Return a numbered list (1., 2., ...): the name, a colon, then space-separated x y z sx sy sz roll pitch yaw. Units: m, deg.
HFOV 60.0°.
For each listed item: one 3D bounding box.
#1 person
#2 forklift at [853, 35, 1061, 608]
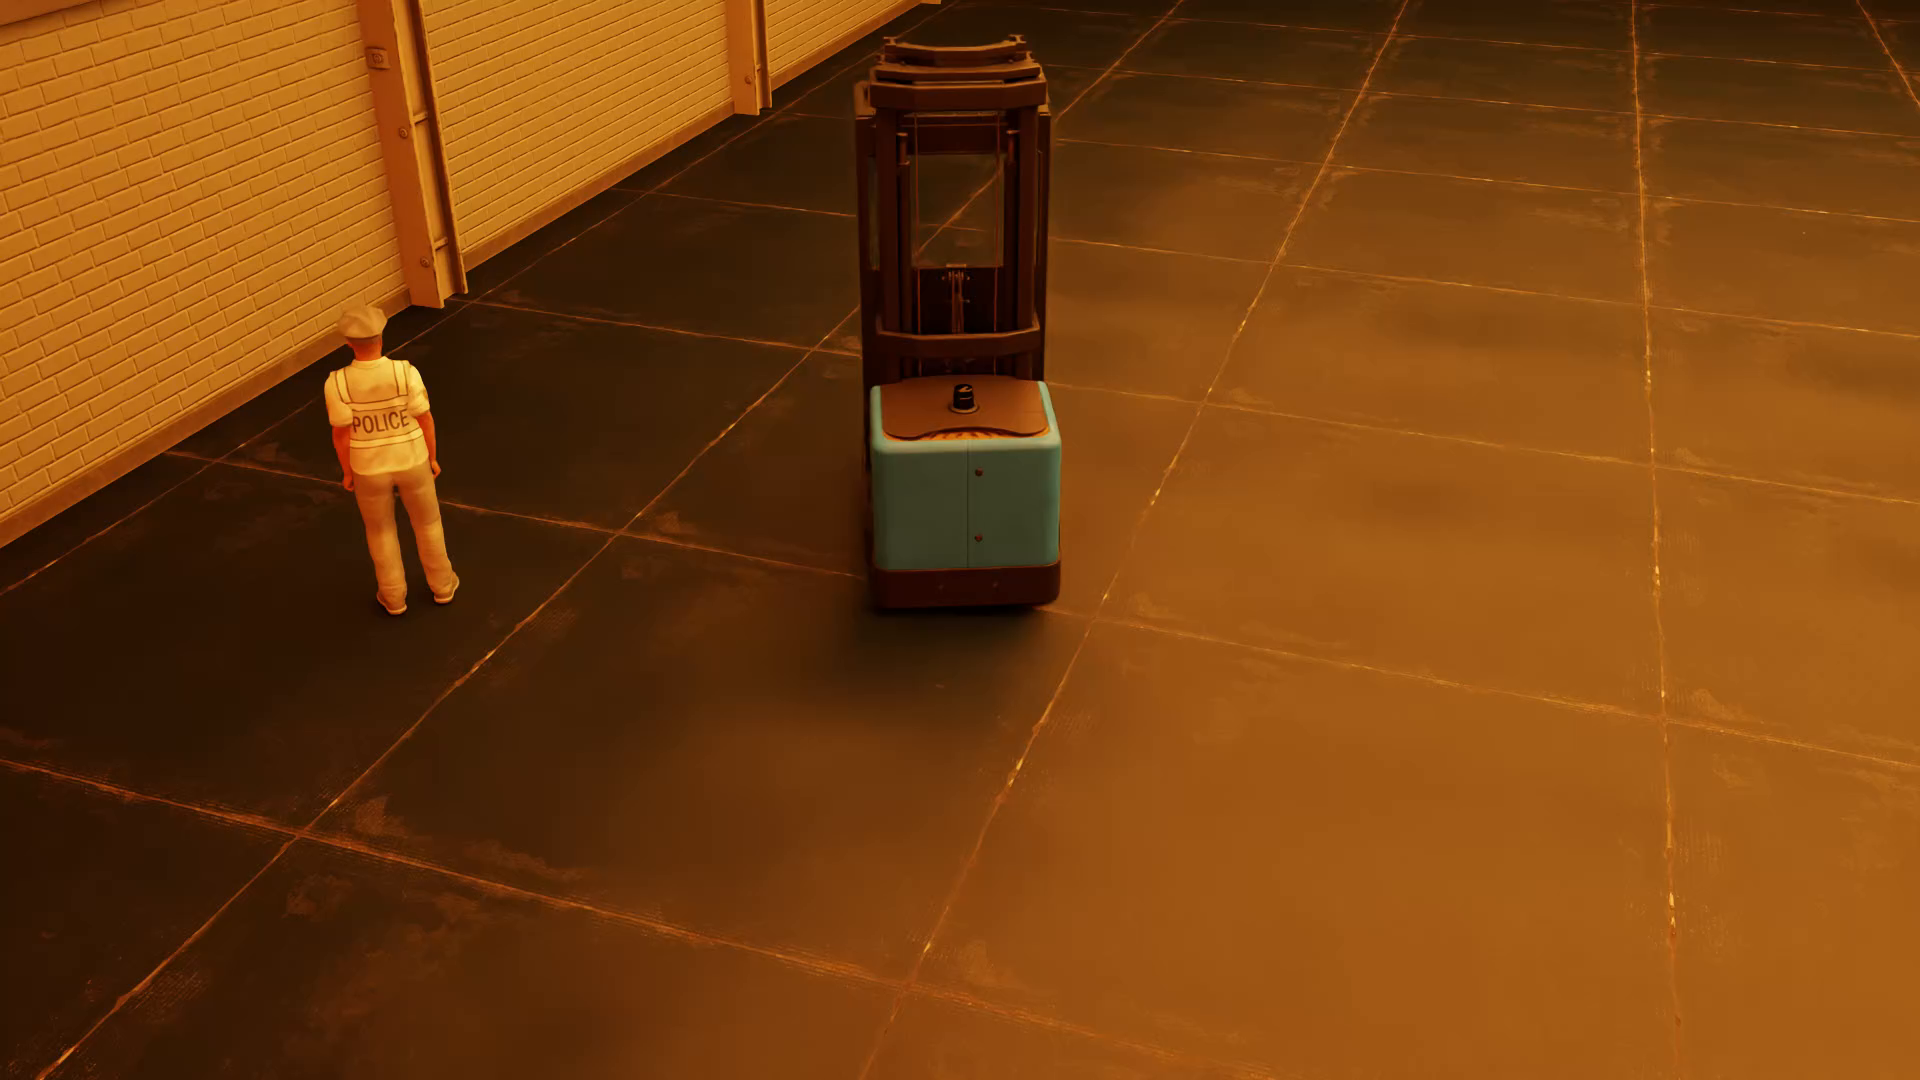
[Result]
1. person: -3.108 -0.425 9.058 0.522 1.770 0.397 -12 32 -19
2. forklift: -0.057 -1.592 9.928 1.130 2.935 3.031 -2 30 -3
